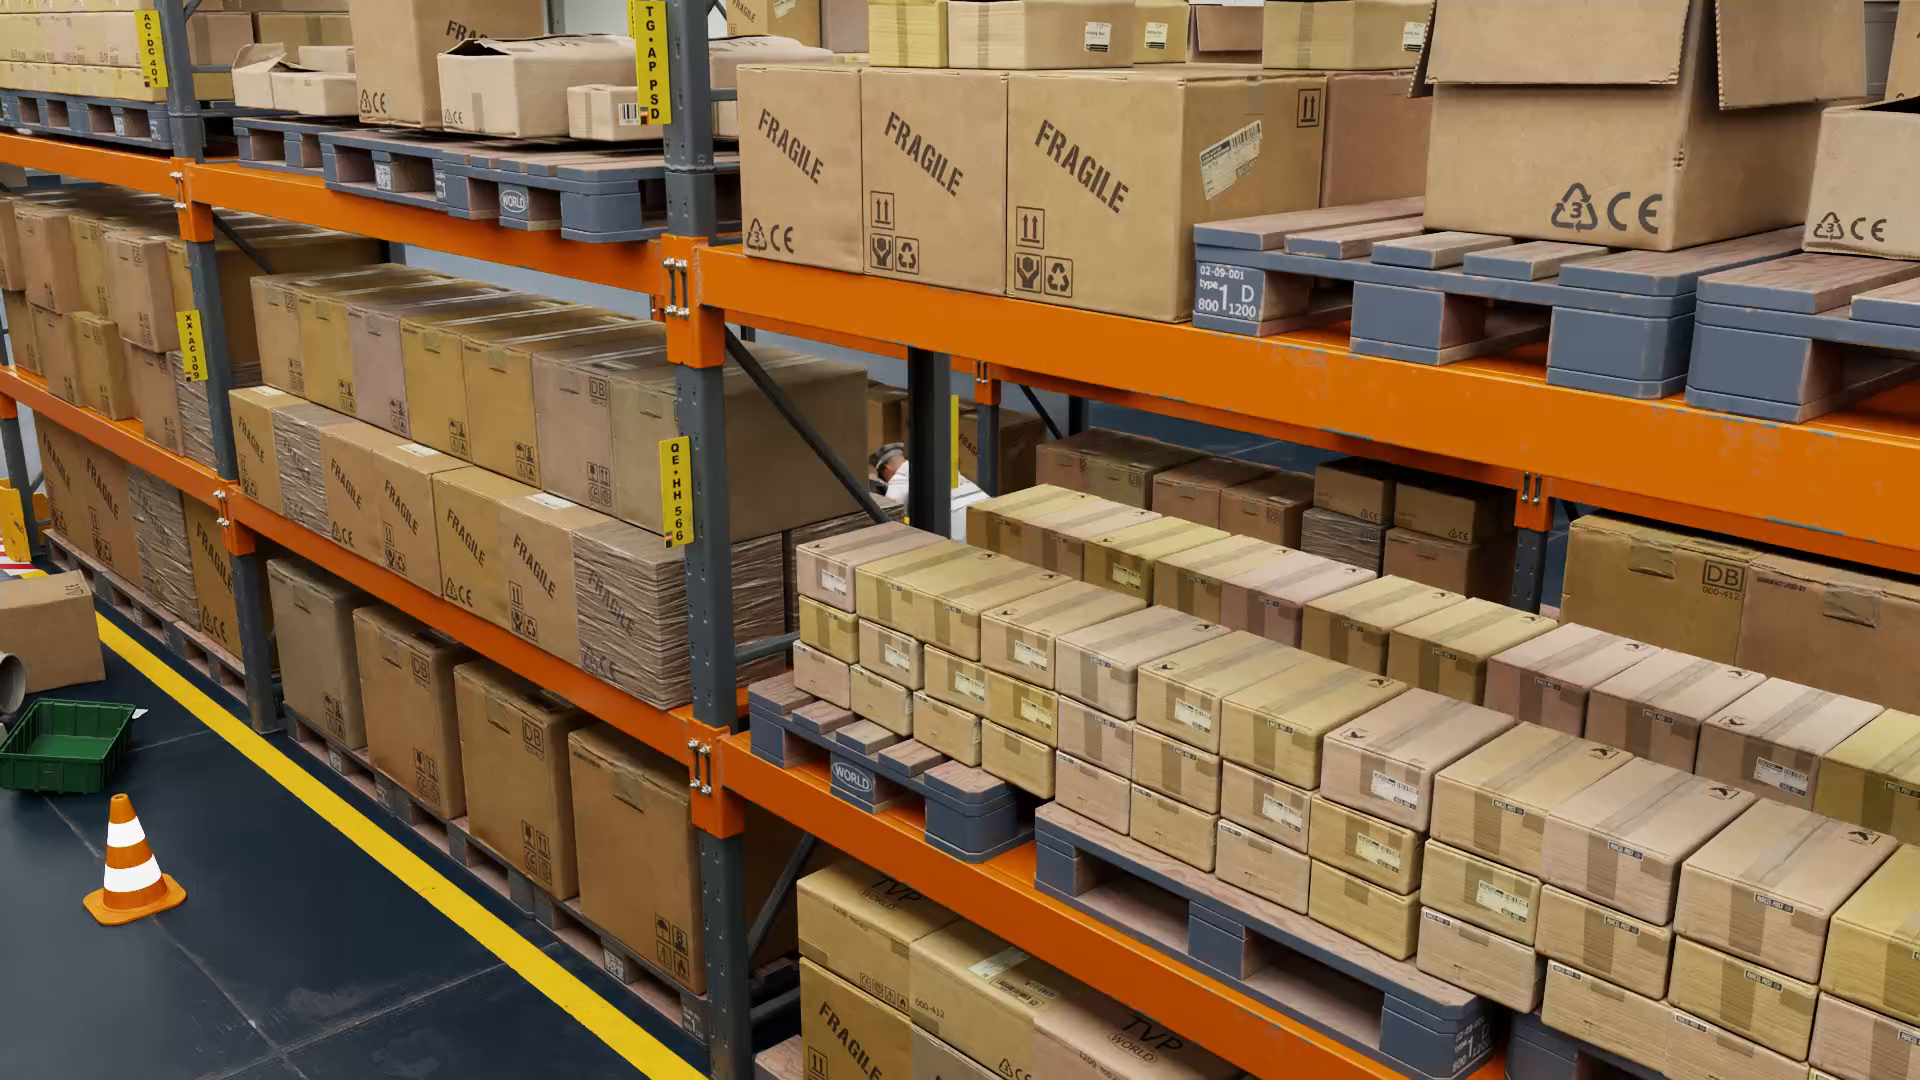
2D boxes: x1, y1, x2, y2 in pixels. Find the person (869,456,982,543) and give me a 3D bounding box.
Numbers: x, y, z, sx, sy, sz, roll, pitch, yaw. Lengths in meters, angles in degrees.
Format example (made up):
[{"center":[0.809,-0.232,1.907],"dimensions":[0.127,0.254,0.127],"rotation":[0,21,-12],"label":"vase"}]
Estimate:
[{"center":[-0.175,-0.031,10.279],"dimensions":[0.545,0.898,0.976],"rotation":[-16,23,-41],"label":"person"}]
